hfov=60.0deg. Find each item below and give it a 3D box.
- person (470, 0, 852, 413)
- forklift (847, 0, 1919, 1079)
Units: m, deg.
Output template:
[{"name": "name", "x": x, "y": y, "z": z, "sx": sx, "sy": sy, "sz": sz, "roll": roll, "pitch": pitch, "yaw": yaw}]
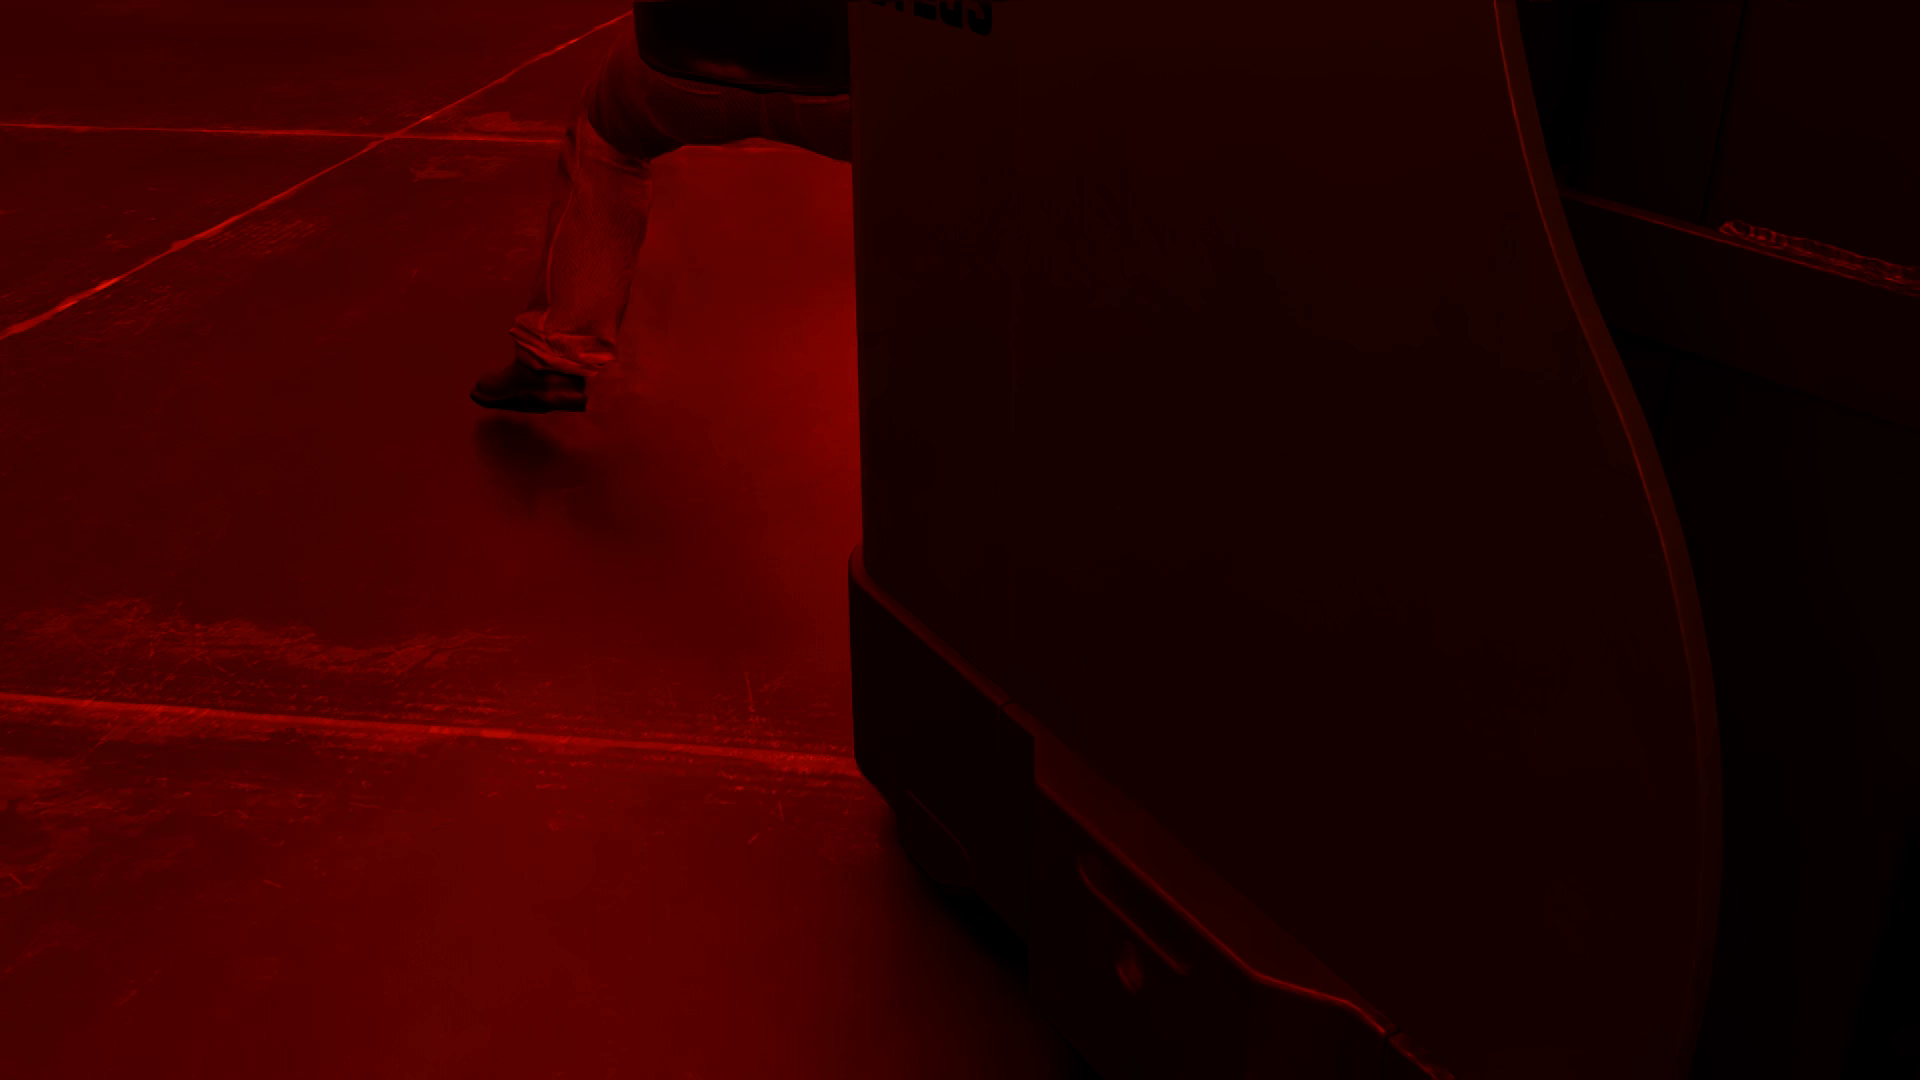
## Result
[{"name": "person", "x": -0.242, "y": -0.792, "z": 2.558, "sx": 1.204, "sy": 1.367, "sz": 0.709, "roll": 7, "pitch": 27, "yaw": 13}, {"name": "forklift", "x": 1.071, "y": -0.569, "z": 0.357, "sx": 1.130, "sy": 2.935, "sz": 3.031, "roll": -15, "pitch": 30, "yaw": -27}]
